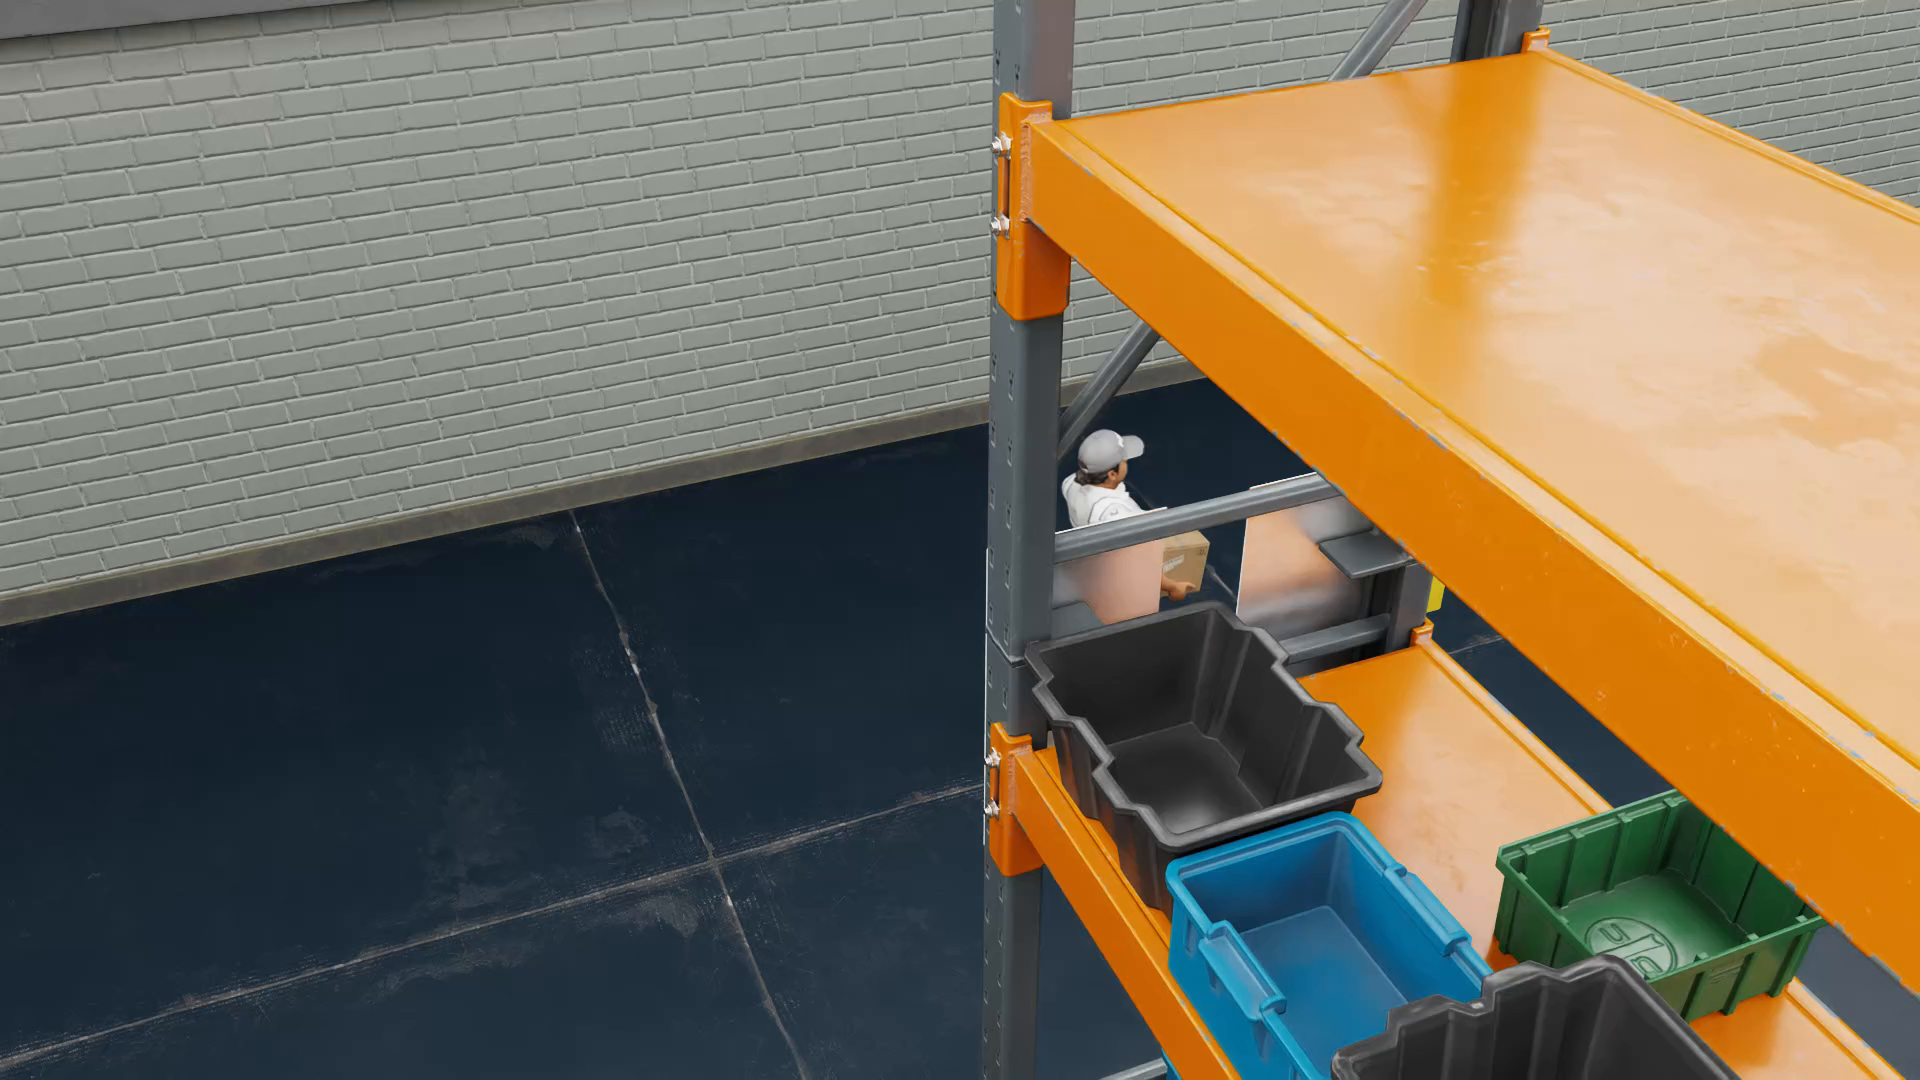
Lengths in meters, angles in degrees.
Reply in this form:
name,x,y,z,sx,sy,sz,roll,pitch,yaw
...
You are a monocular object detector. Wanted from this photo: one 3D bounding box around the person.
name,x,y,z,sx,sy,sz,roll,pitch,yaw
person,0.703,0.240,7.171,0.541,1.655,0.454,-12,36,-18
